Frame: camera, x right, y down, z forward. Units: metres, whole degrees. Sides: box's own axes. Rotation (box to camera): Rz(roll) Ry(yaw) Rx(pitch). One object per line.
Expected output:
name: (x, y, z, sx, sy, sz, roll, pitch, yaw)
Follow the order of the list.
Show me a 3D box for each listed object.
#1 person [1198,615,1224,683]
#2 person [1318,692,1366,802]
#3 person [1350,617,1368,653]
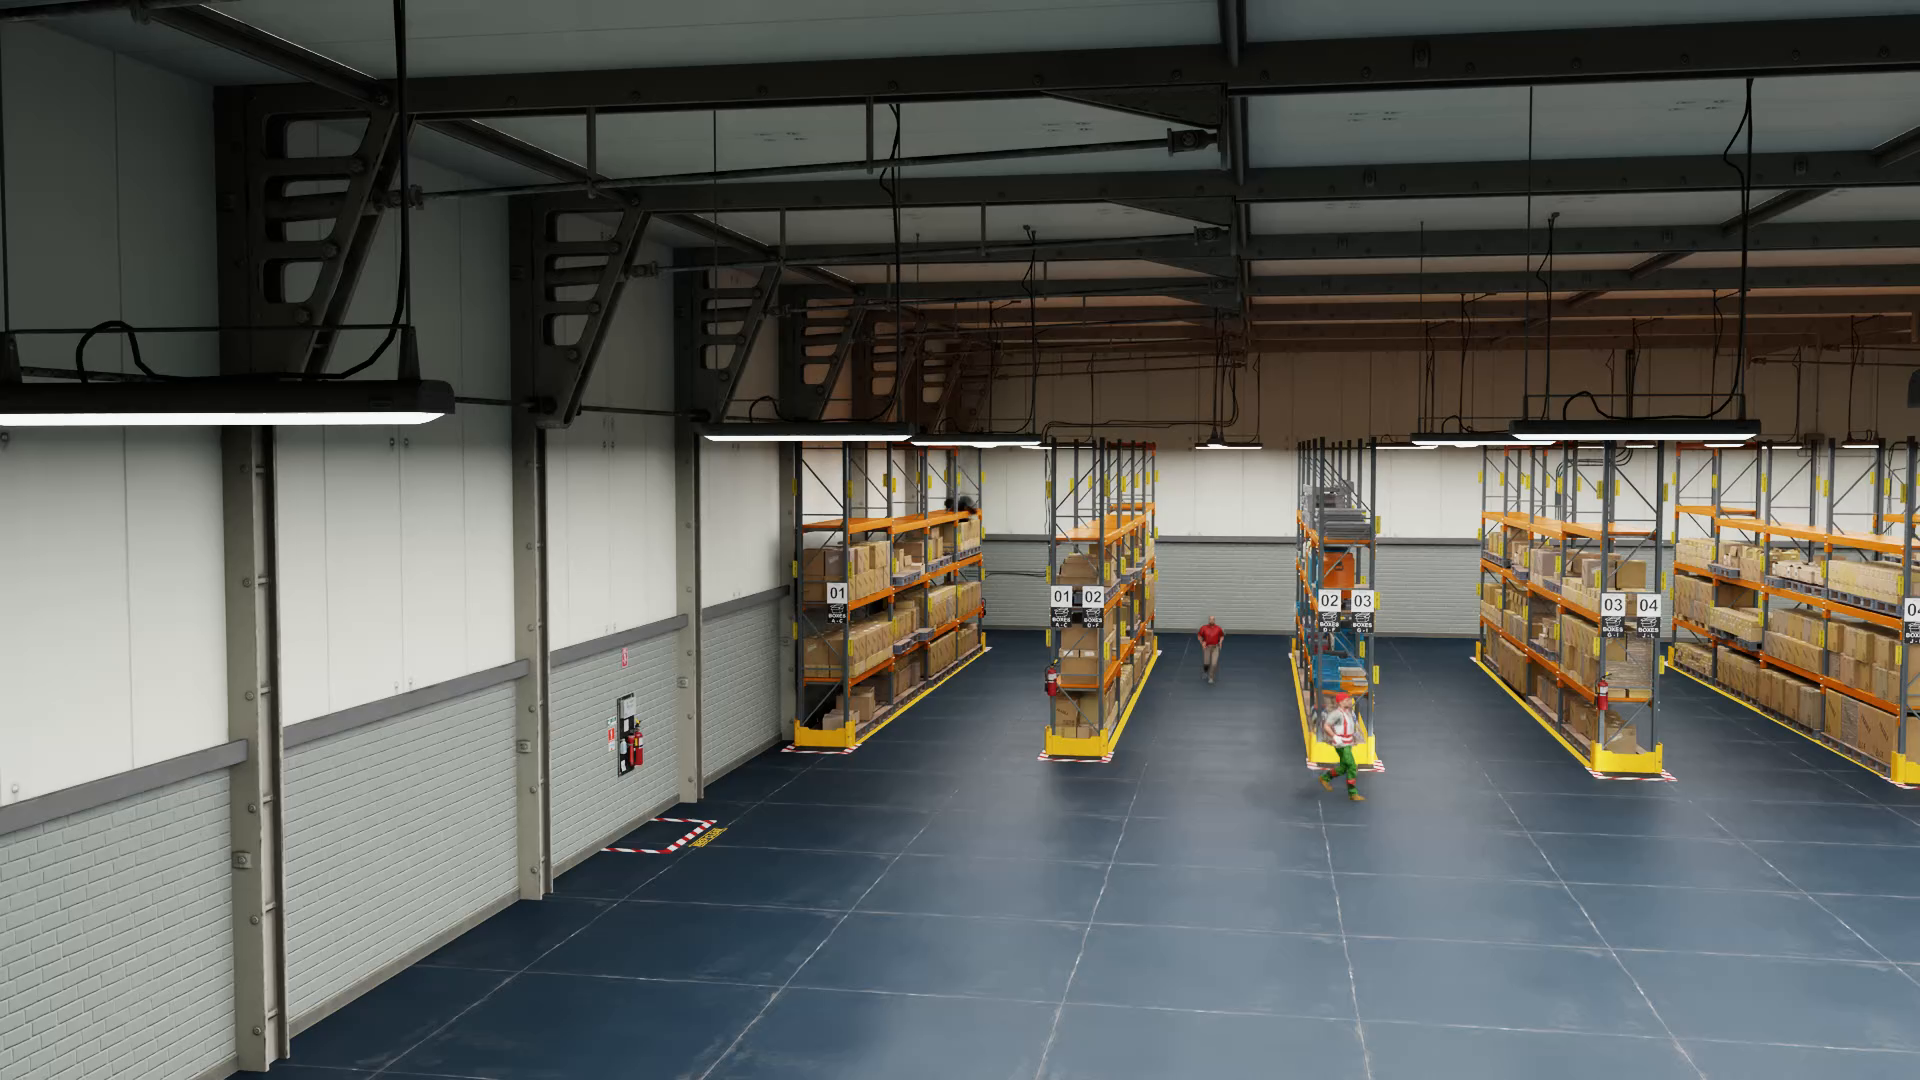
person: (6.217, 2.703, 41.150, 0.641, 1.679, 0.596, 0, 3, 2)
person: (6.285, 3.386, 27.403, 0.867, 1.764, 0.686, 2, 4, 34)
person: (11.302, 2.381, 47.604, 0.868, 1.686, 0.573, 1, 3, 25)
